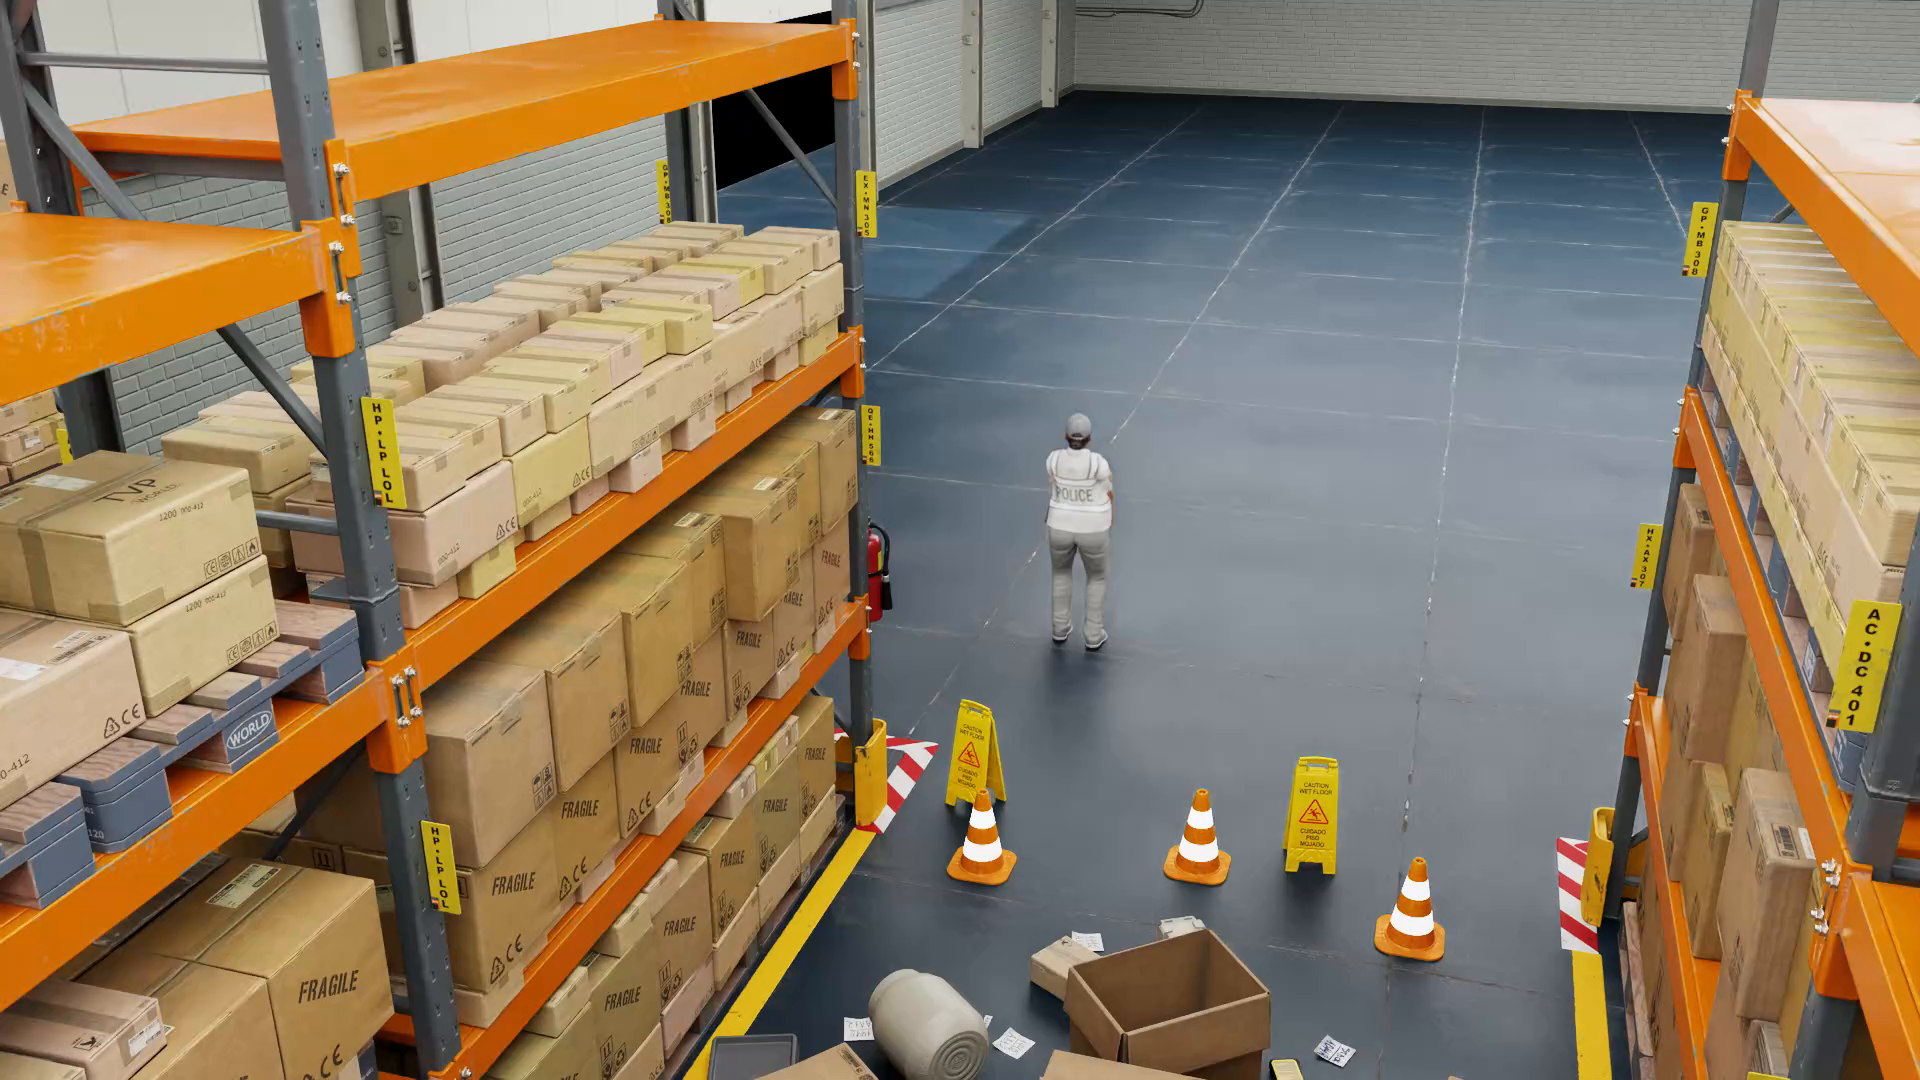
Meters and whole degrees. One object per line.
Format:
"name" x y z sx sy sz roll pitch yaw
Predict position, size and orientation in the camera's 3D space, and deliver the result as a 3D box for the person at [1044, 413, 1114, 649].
"person" 0.819 -0.091 11.326 0.452 1.662 0.544 7 23 16
